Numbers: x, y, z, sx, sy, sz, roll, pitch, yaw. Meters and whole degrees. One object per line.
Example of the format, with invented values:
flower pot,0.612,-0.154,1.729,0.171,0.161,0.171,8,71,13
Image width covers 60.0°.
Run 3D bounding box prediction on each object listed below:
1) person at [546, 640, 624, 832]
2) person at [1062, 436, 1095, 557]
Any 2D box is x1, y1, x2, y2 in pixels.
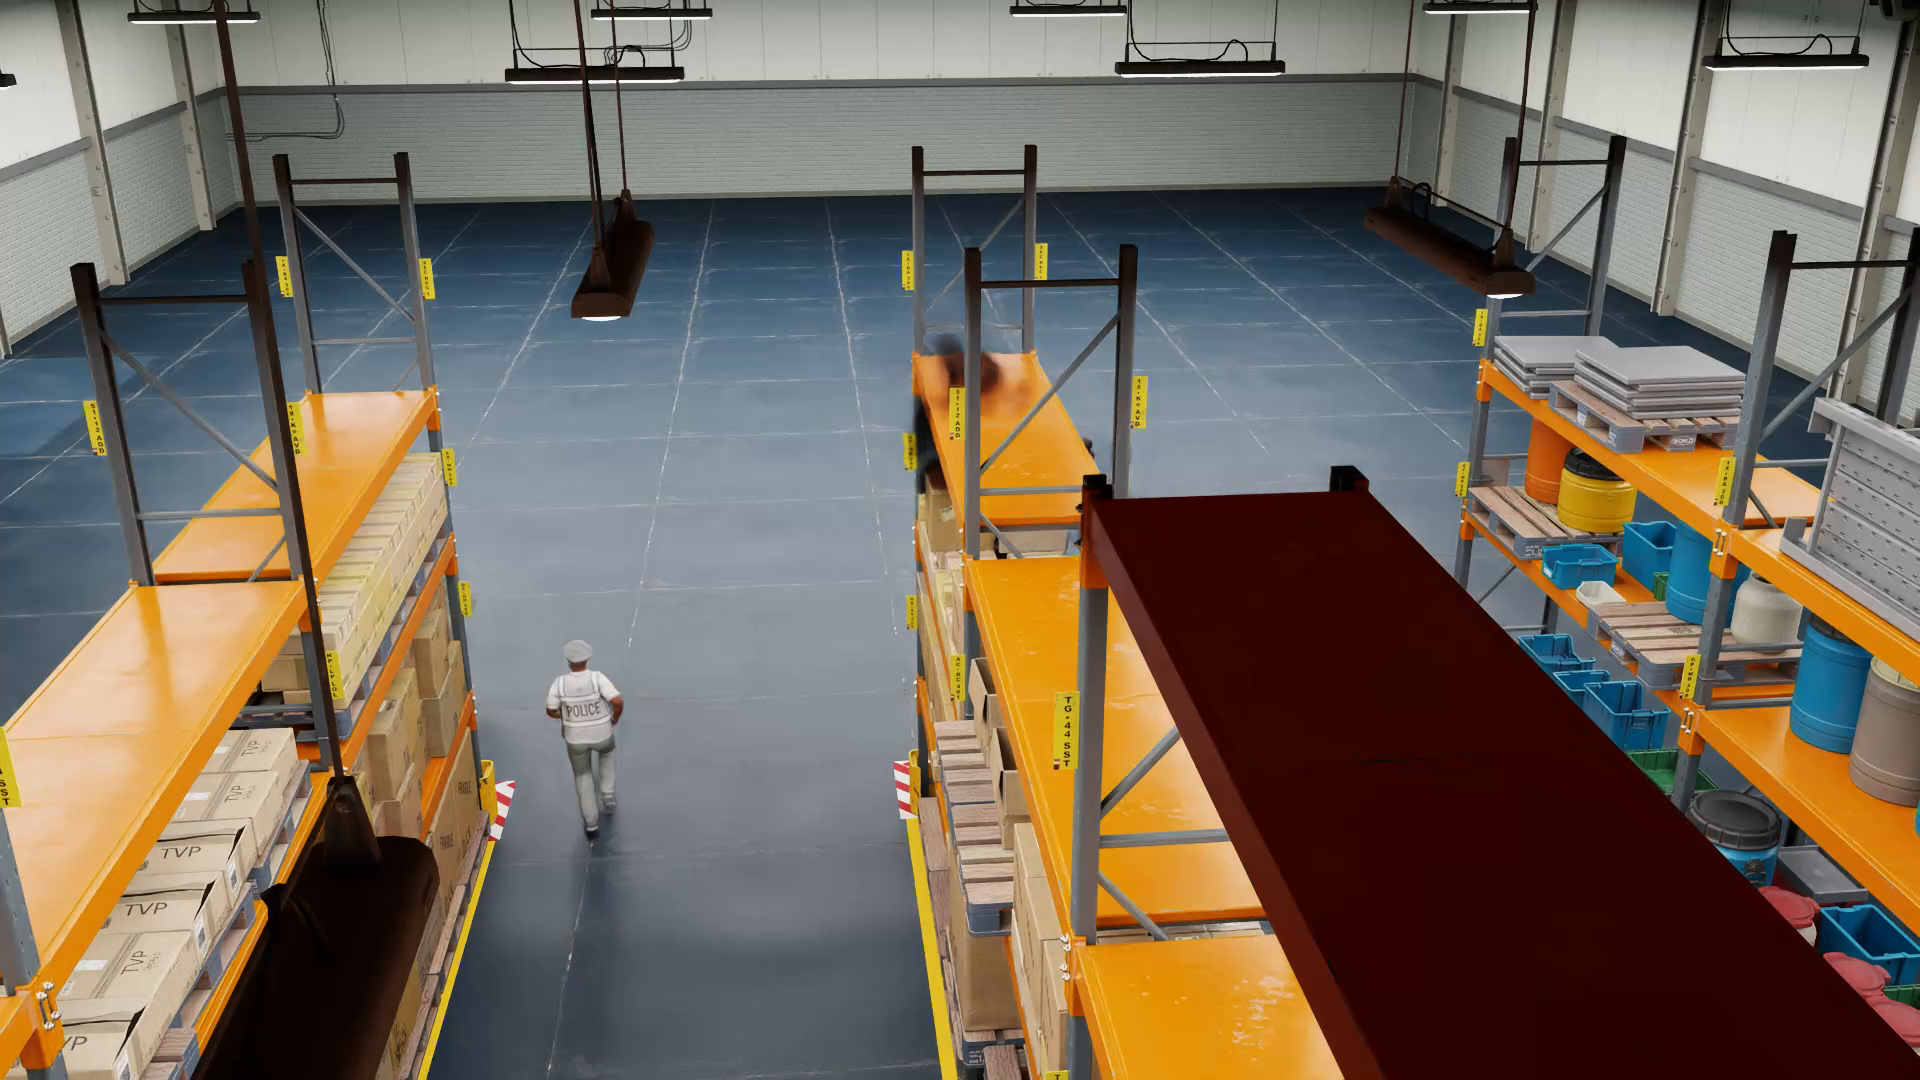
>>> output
person,-3.330,1.744,14.899,0.666,1.801,0.678,-5,22,-12
person,1.491,-0.498,20.587,0.963,1.647,0.569,7,23,18
